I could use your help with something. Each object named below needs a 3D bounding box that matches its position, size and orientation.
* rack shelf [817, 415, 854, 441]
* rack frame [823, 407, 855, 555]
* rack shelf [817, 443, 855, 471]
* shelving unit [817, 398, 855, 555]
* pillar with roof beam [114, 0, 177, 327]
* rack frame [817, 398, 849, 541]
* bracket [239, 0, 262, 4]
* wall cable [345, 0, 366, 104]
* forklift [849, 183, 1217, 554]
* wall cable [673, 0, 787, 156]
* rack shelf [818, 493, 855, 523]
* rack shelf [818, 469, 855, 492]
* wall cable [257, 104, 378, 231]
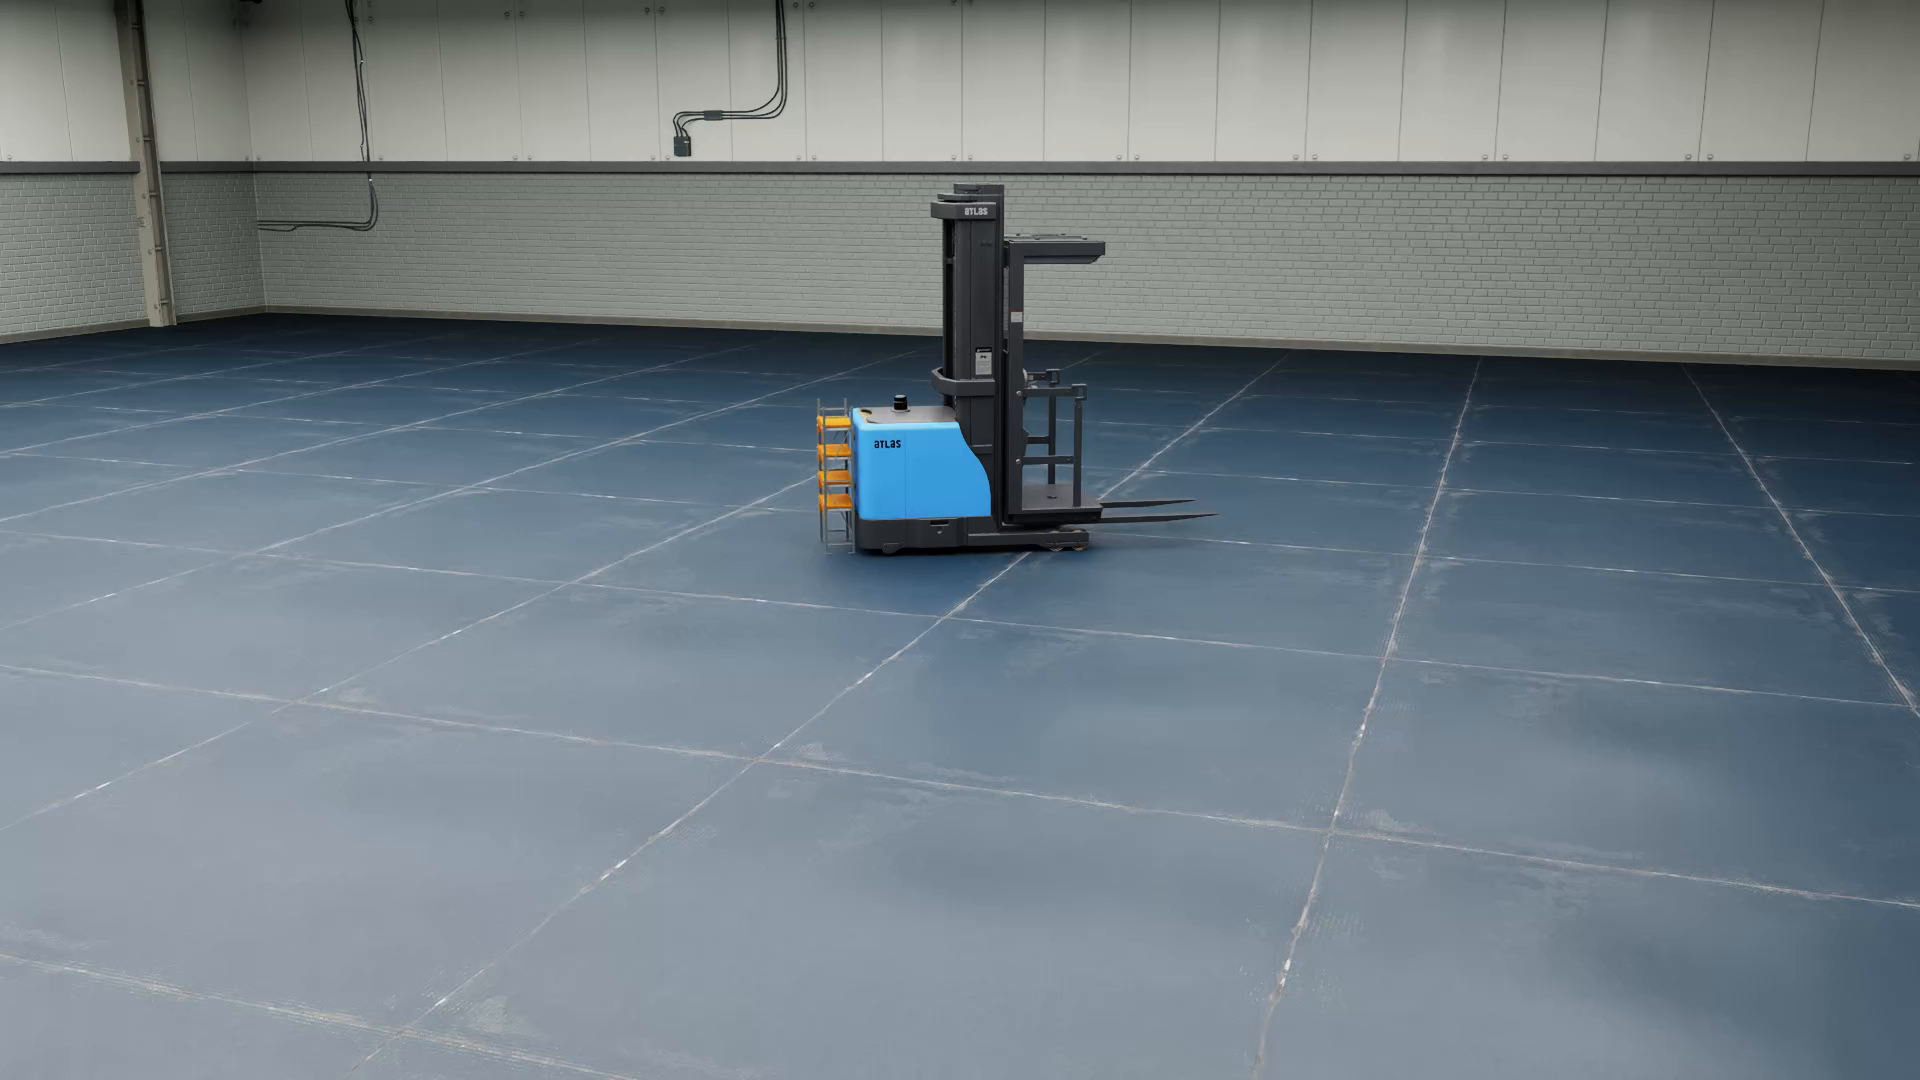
[{"bbox_3d":[-1.014,-0.909,13.509,0.258,0.148,0.480,-2,13,-9],"label":"rack shelf"},{"bbox_3d":[-0.973,-0.473,13.362,0.240,1.200,0.015,-2,13,-9],"label":"rack frame"},{"bbox_3d":[-1.014,-0.679,13.562,0.258,0.148,0.480,-2,13,-9],"label":"rack shelf"},{"bbox_3d":[-1.014,-0.526,13.597,0.258,1.200,0.503,-2,13,-9],"label":"shelving unit"},{"bbox_3d":[-11.351,-8.229,29.817,9.100,9.000,0.548,4,14,18],"label":"pillar with roof beam"},{"bbox_3d":[-1.054,-0.580,13.831,0.240,1.200,0.015,-2,13,-9],"label":"rack frame"},{"bbox_3d":[-14.187,-10.854,33.232,0.235,0.232,0.430,4,14,18],"label":"bracket"},{"bbox_3d":[-10.660,-9.817,32.406,3.097,2.526,0.112,4,14,18],"label":"wall cable"},{"bbox_3d":[0.615,-1.451,13.757,3.031,2.935,1.130,-2,13,-9],"label":"forklift"},{"bbox_3d":[-4.242,-10.035,30.088,2.305,6.003,0.169,4,14,18],"label":"wall cable"},{"bbox_3d":[-1.014,-0.267,13.656,0.258,0.148,0.480,-2,13,-9],"label":"rack shelf"},{"bbox_3d":[-1.014,-0.461,13.612,0.258,0.148,0.480,-2,13,-9],"label":"rack shelf"},{"bbox_3d":[-13.220,-7.550,33.821,3.097,2.526,0.112,4,14,18],"label":"wall cable"}]
